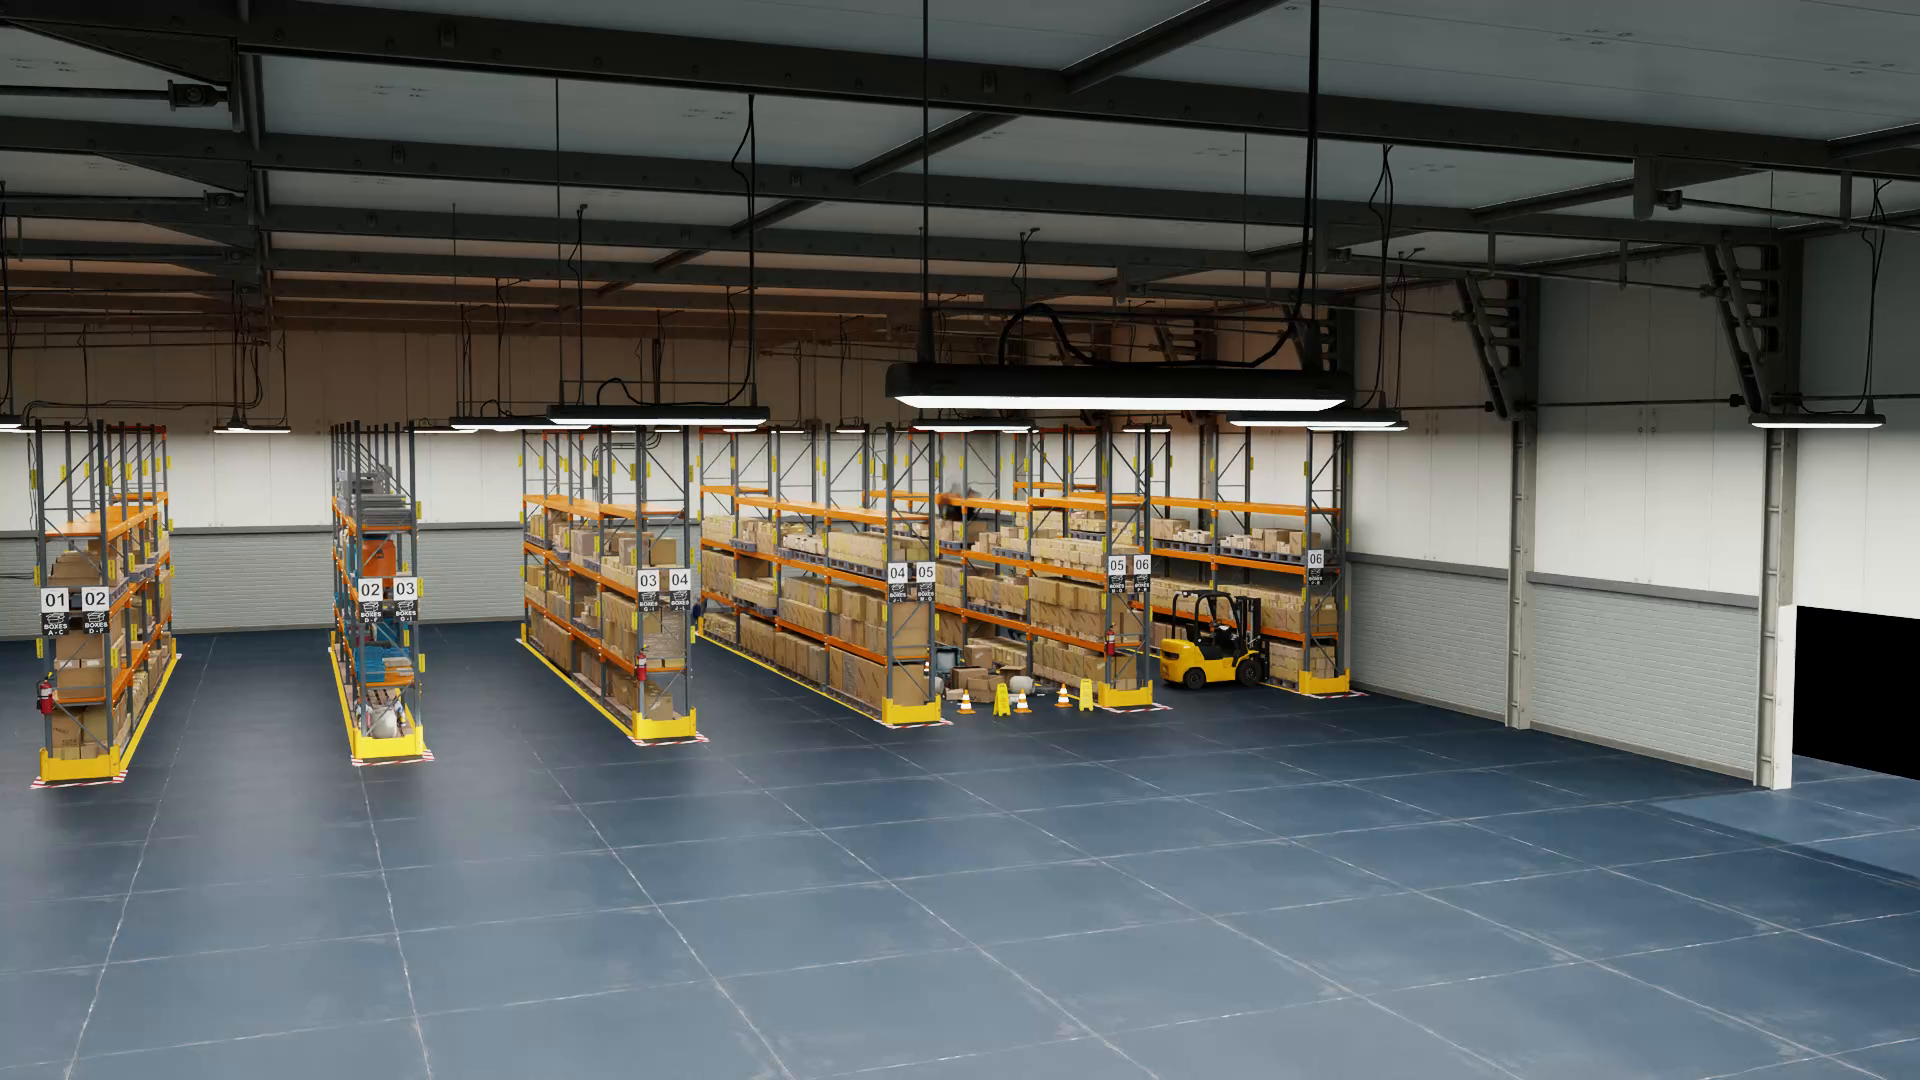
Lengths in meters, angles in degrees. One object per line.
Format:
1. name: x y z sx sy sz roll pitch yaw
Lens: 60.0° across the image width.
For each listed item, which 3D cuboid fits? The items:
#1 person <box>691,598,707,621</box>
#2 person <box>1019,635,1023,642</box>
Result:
1. person: -7.689 2.182 49.226 0.554 0.945 0.424 -1 4 -8
2. person: 1.472 2.138 45.056 0.534 1.541 0.557 -3 4 -37
